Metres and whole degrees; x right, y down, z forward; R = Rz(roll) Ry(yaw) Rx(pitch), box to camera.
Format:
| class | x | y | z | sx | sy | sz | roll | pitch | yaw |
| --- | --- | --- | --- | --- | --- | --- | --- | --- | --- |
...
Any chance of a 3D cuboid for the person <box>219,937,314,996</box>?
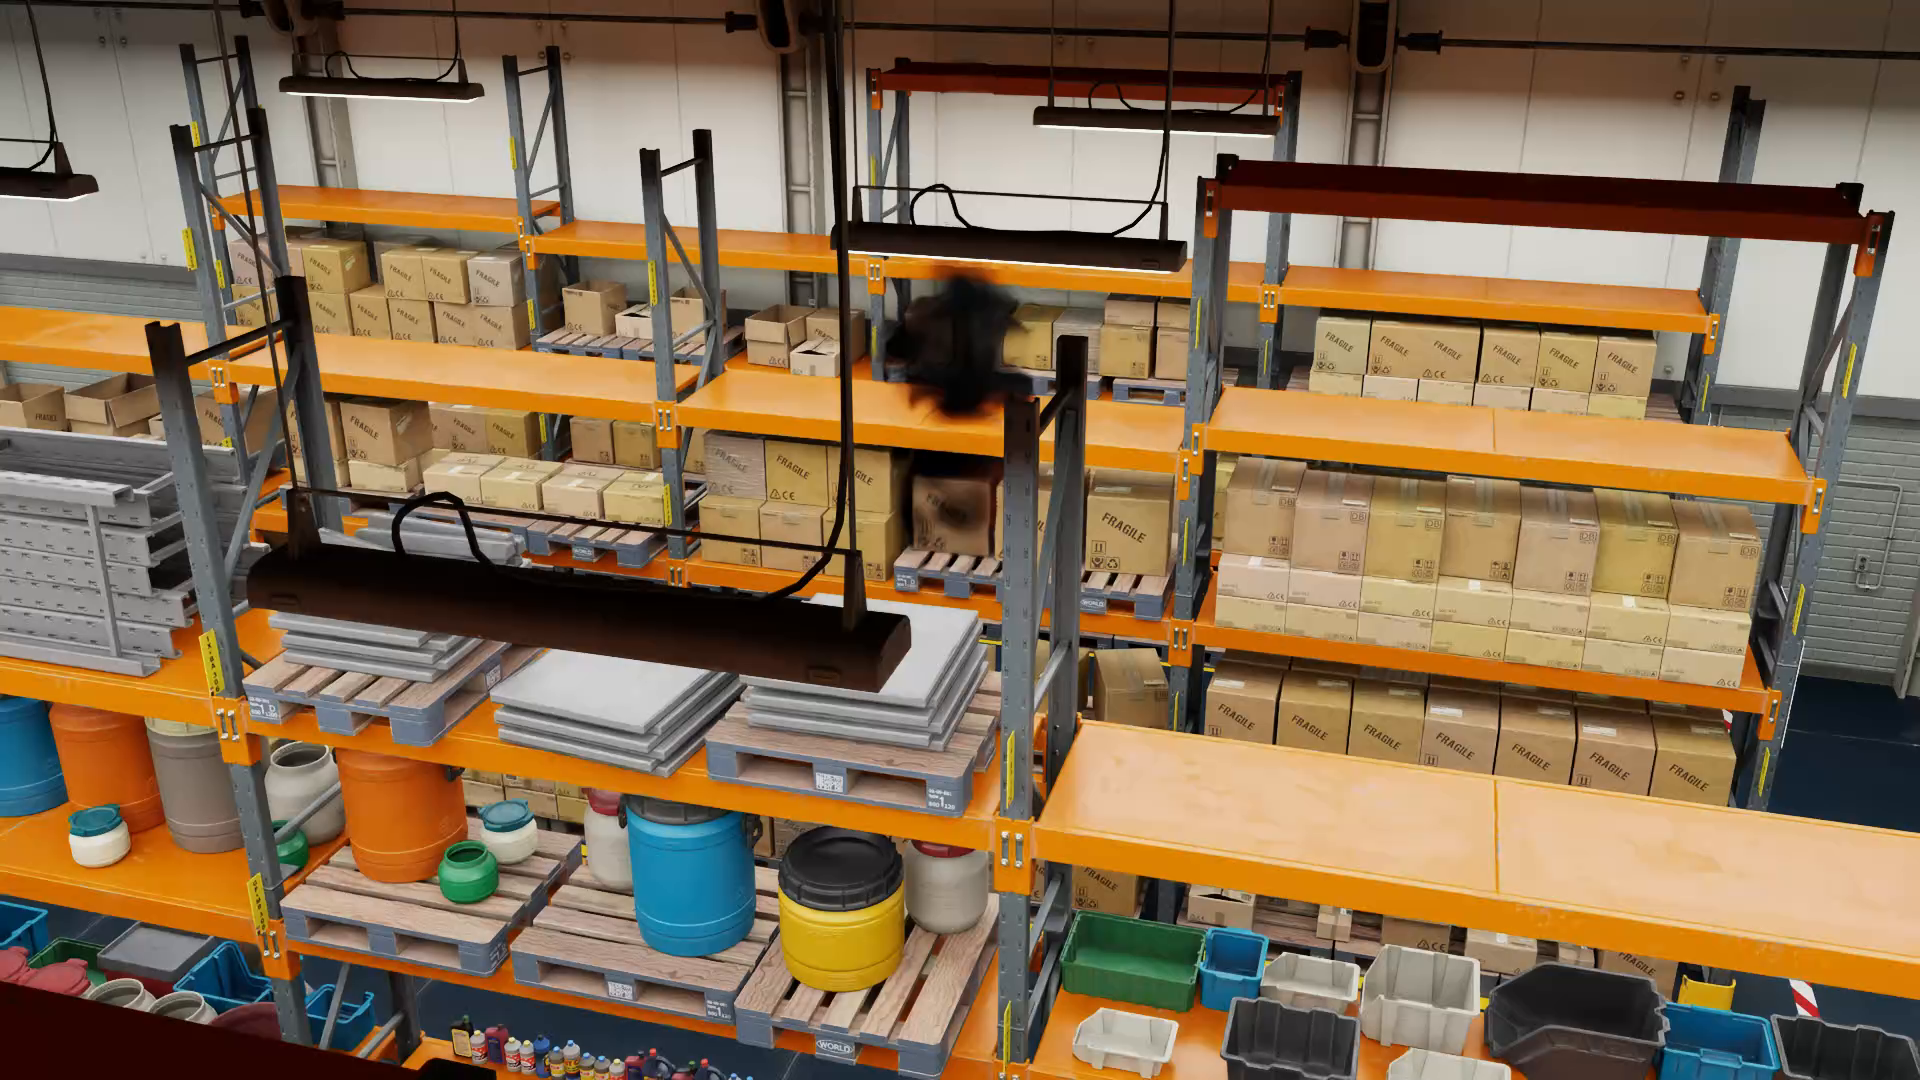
| class | x | y | z | sx | sy | sz | roll | pitch | yaw |
| --- | --- | --- | --- | --- | --- | --- | --- | --- | --- |
| person | -4.967 | 2.820 | 11.701 | 0.908 | 1.762 | 0.681 | 4 | 23 | 9 |
